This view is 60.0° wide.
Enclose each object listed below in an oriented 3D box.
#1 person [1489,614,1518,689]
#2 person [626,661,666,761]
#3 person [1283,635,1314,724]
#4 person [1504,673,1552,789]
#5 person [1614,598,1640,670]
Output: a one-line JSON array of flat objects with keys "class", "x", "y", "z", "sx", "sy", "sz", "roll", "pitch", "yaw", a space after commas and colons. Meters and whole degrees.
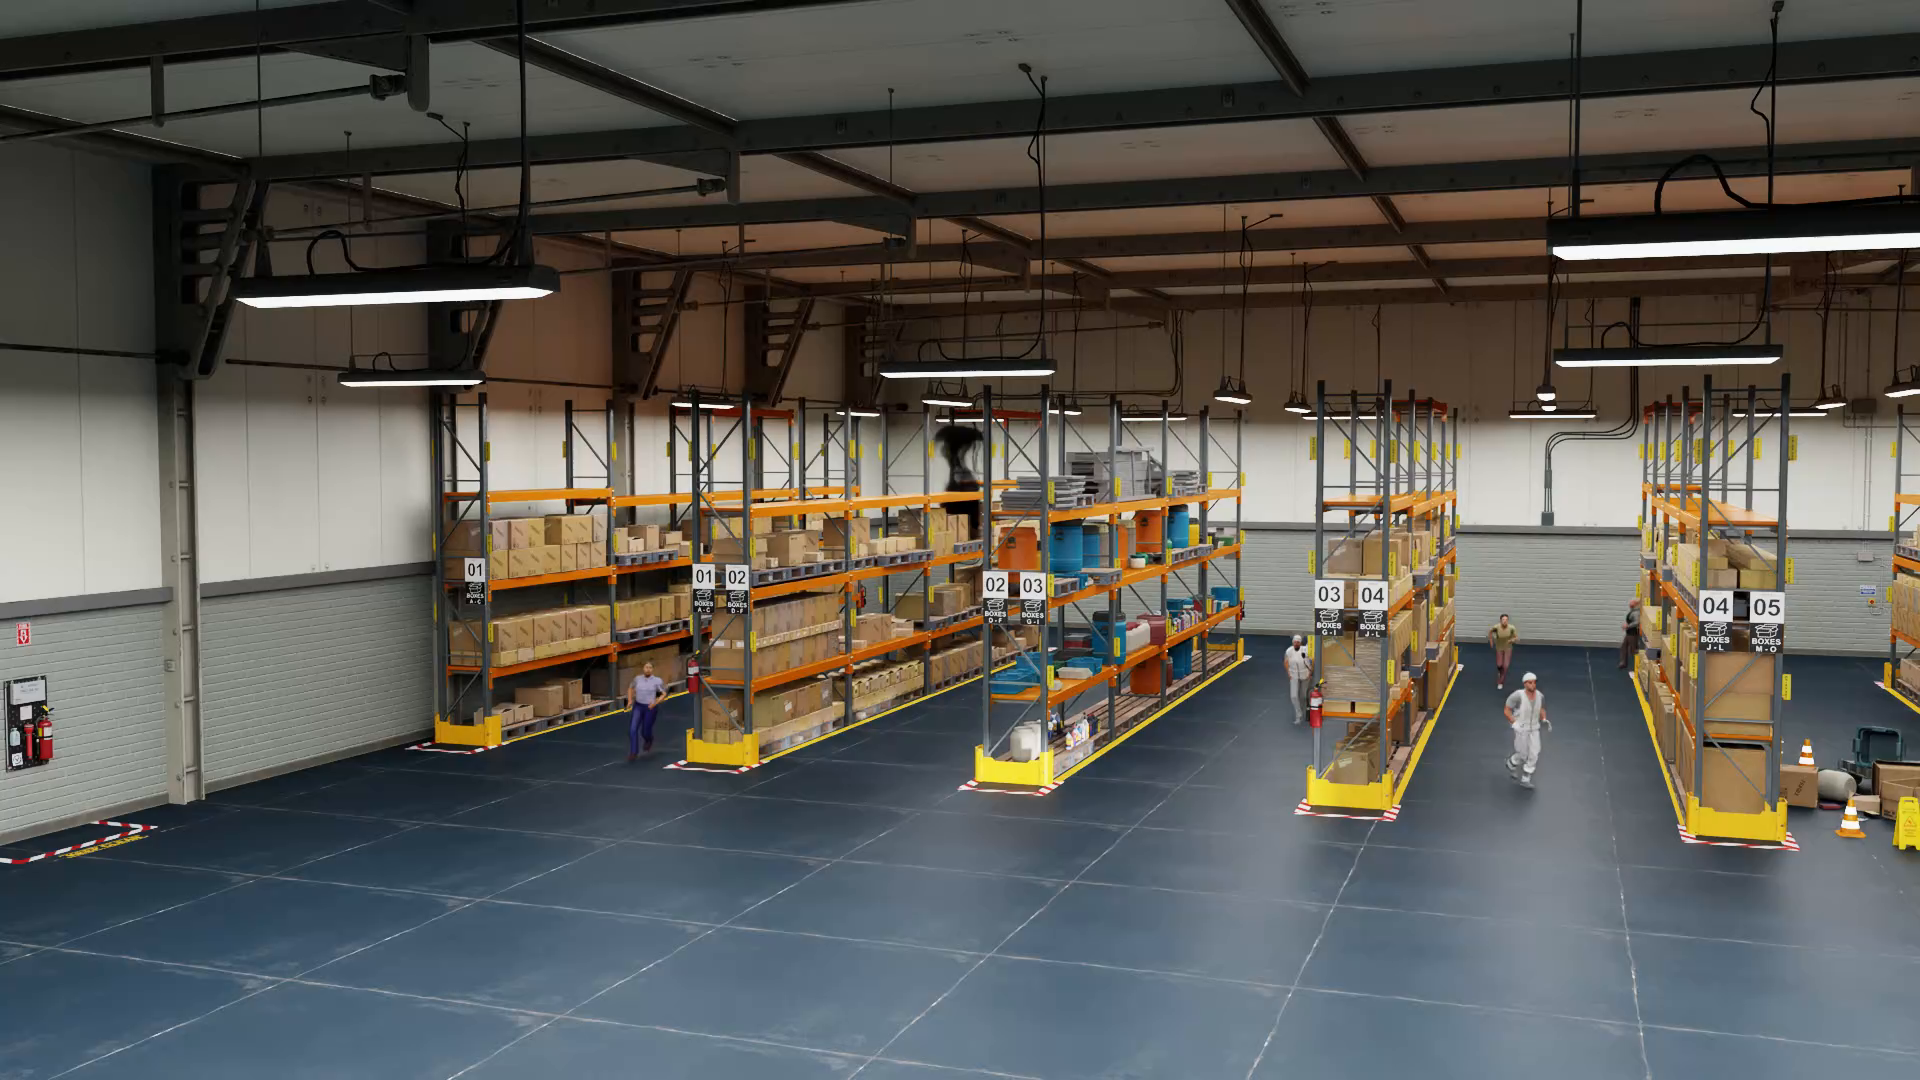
[{"class": "person", "x": 11.471, "y": 2.349, "z": 35.110, "sx": 0.571, "sy": 1.597, "sz": 0.672, "roll": 1, "pitch": 3, "yaw": 13}, {"class": "person", "x": -5.108, "y": 2.769, "z": 27.061, "sx": 0.649, "sy": 1.590, "sz": 0.717, "roll": 0, "pitch": 3, "yaw": 6}, {"class": "person", "x": 6.326, "y": 2.574, "z": 30.940, "sx": 0.619, "sy": 1.653, "sz": 0.805, "roll": 1, "pitch": 3, "yaw": 19}, {"class": "person", "x": 8.415, "y": 2.820, "z": 24.843, "sx": 0.663, "sy": 1.728, "sz": 0.697, "roll": 0, "pitch": 3, "yaw": -8}, {"class": "person", "x": 15.346, "y": 2.151, "z": 37.815, "sx": 0.848, "sy": 1.693, "sz": 0.693, "roll": 1, "pitch": 3, "yaw": 17}]
